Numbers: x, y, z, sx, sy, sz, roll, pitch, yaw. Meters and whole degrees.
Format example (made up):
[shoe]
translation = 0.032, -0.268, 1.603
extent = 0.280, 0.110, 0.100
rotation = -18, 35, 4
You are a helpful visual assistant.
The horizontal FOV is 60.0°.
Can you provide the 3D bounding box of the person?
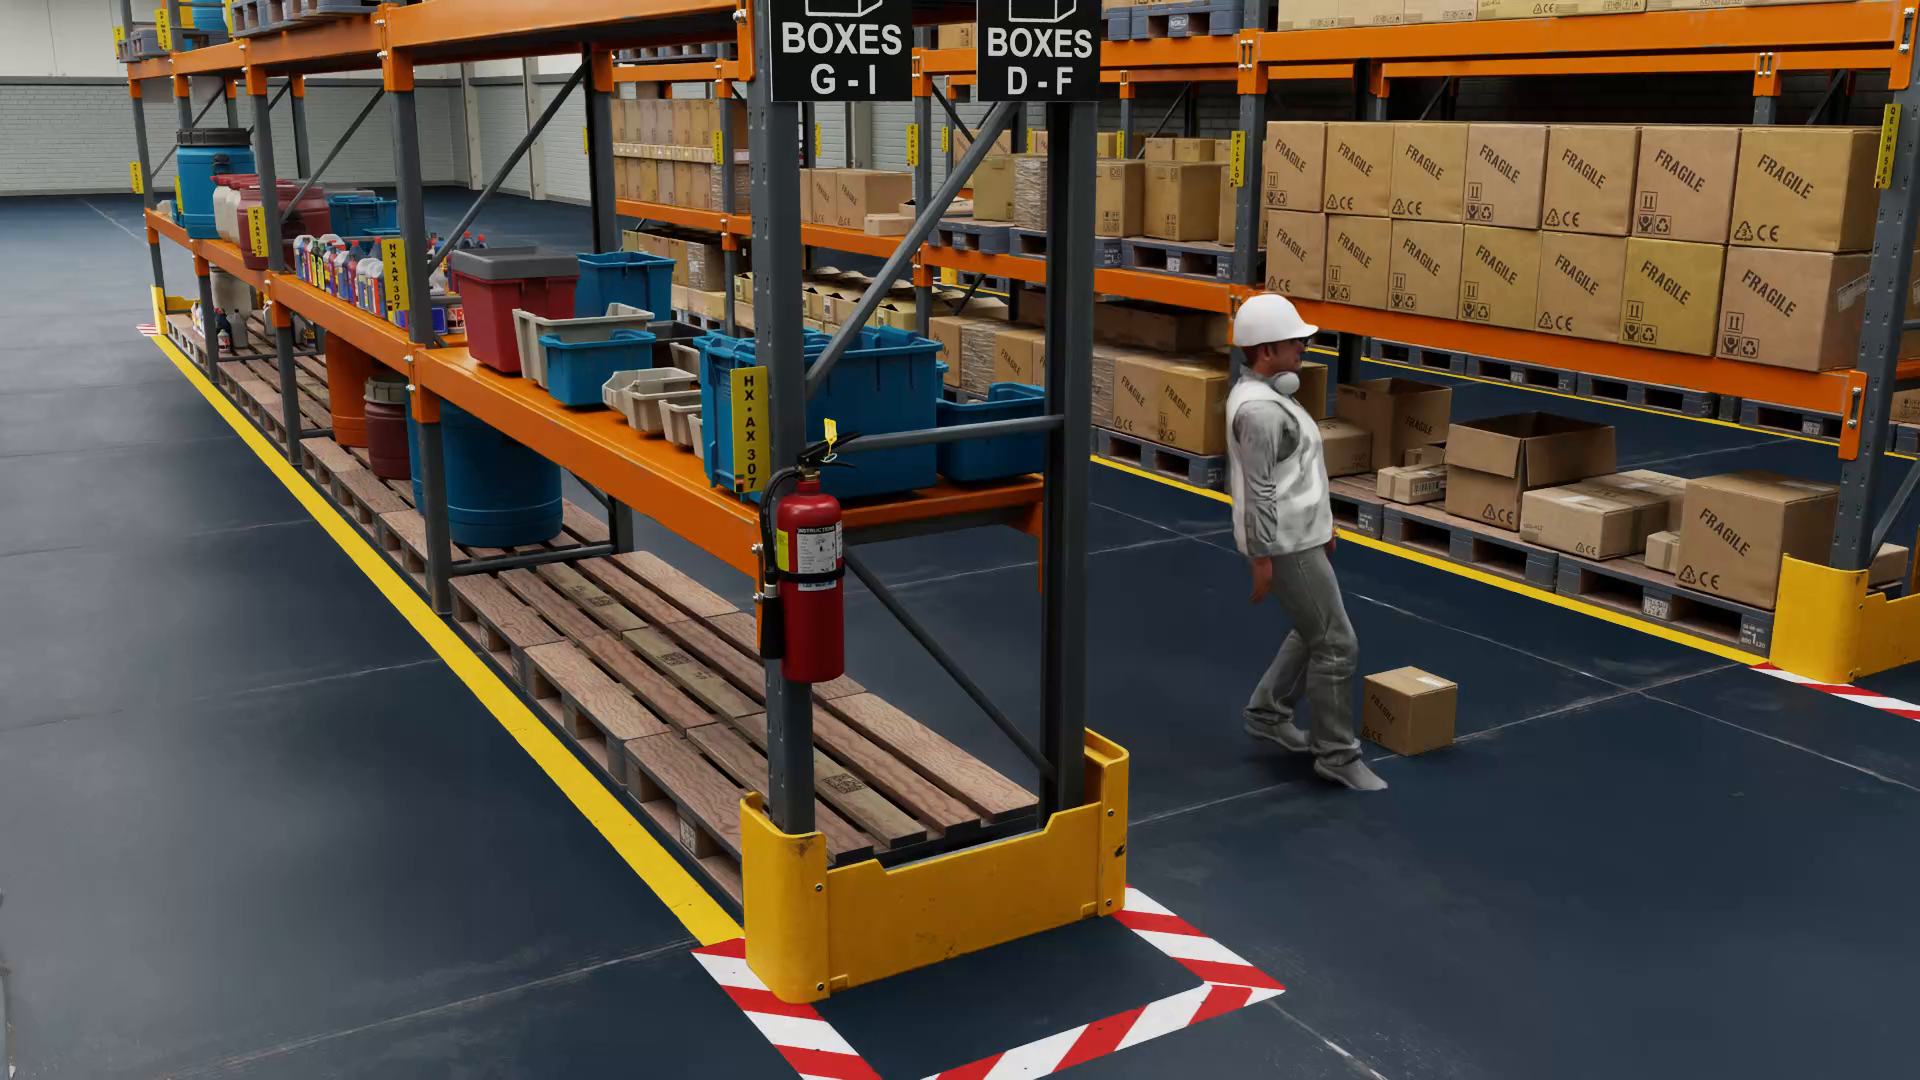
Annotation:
[person]
translation = 1.263, 0.028, 5.968
extent = 0.650, 1.813, 0.588
rotation = 2, 15, 7
